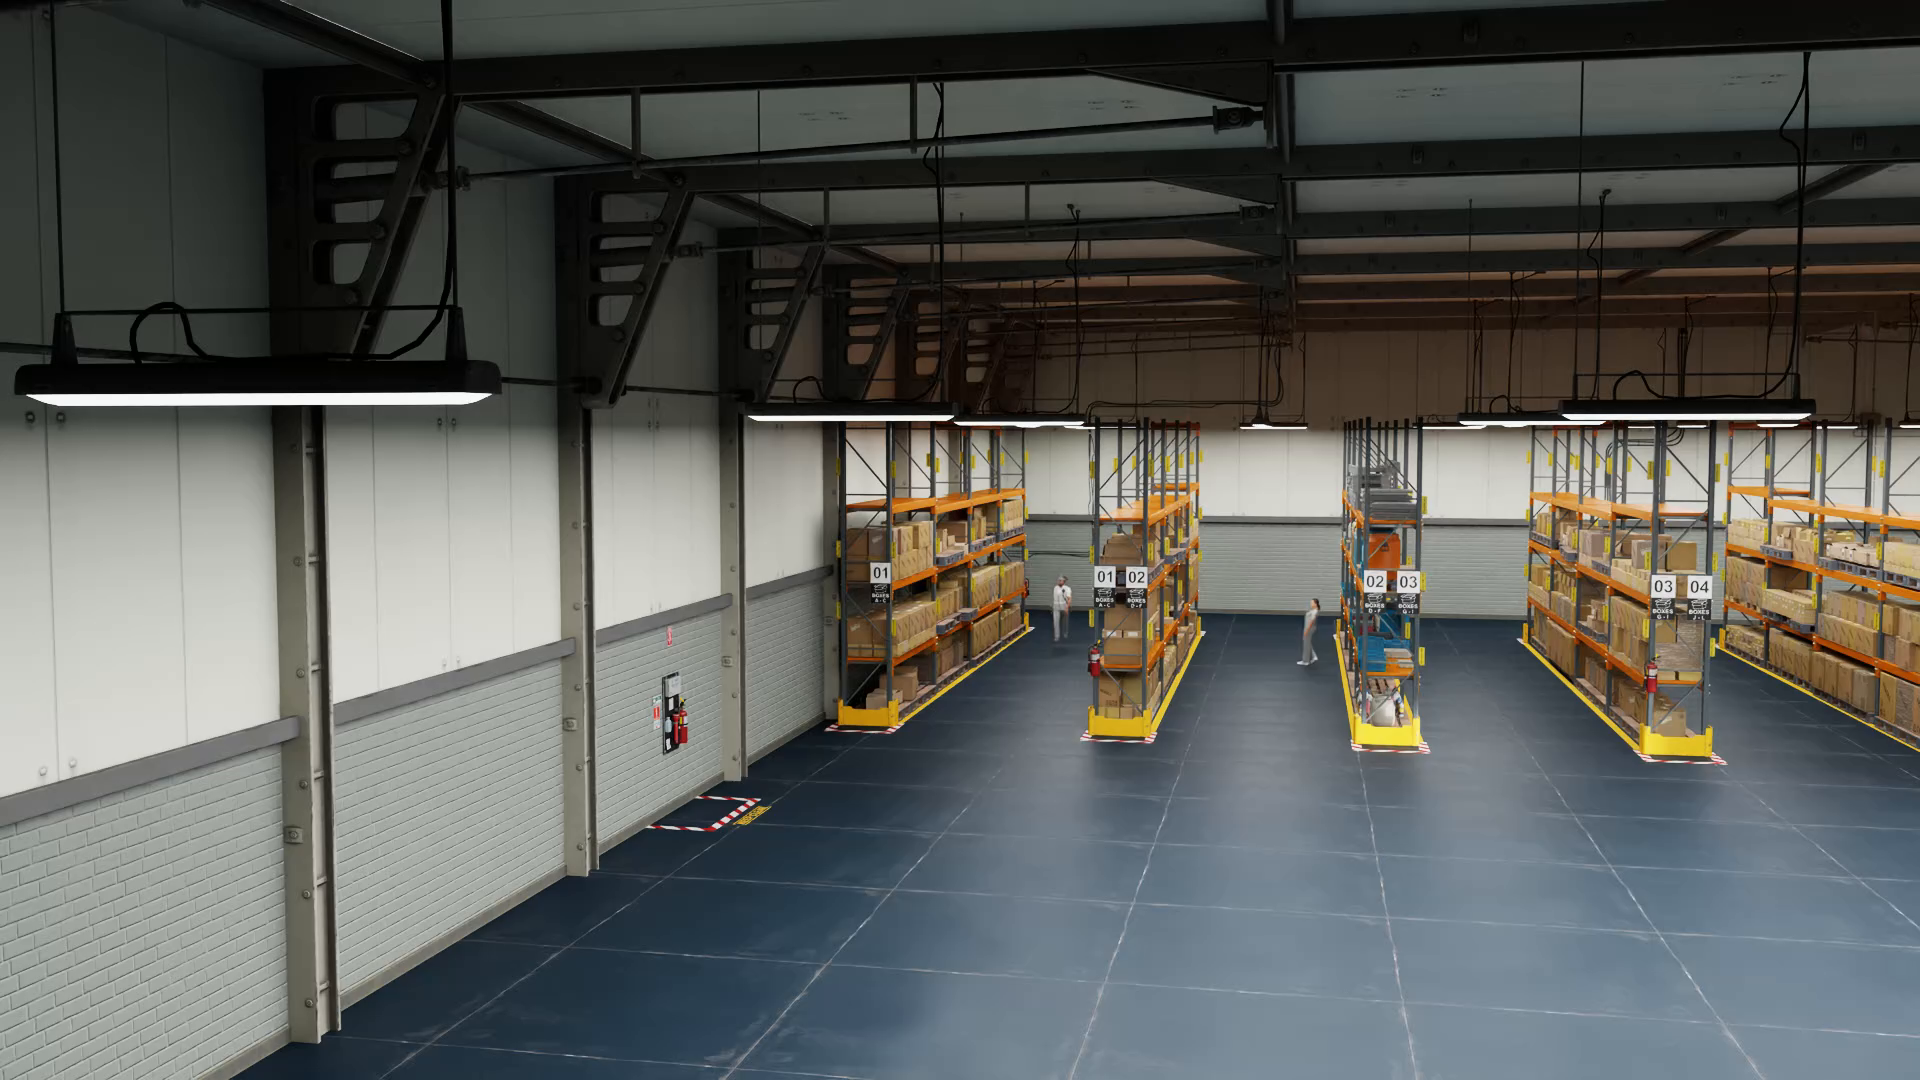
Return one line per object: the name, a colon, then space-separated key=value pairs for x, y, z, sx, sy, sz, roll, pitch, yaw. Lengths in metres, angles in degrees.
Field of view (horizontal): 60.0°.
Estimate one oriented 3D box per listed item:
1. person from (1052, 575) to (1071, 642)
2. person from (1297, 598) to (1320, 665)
person: x=2.648 y=1.773 z=43.379 sx=0.523 sy=1.730 sz=1.084 roll=0 pitch=4 yaw=8
person: x=8.539 y=2.244 z=40.723 sx=0.555 sy=1.654 sz=0.521 roll=2 pitch=4 yaw=23
